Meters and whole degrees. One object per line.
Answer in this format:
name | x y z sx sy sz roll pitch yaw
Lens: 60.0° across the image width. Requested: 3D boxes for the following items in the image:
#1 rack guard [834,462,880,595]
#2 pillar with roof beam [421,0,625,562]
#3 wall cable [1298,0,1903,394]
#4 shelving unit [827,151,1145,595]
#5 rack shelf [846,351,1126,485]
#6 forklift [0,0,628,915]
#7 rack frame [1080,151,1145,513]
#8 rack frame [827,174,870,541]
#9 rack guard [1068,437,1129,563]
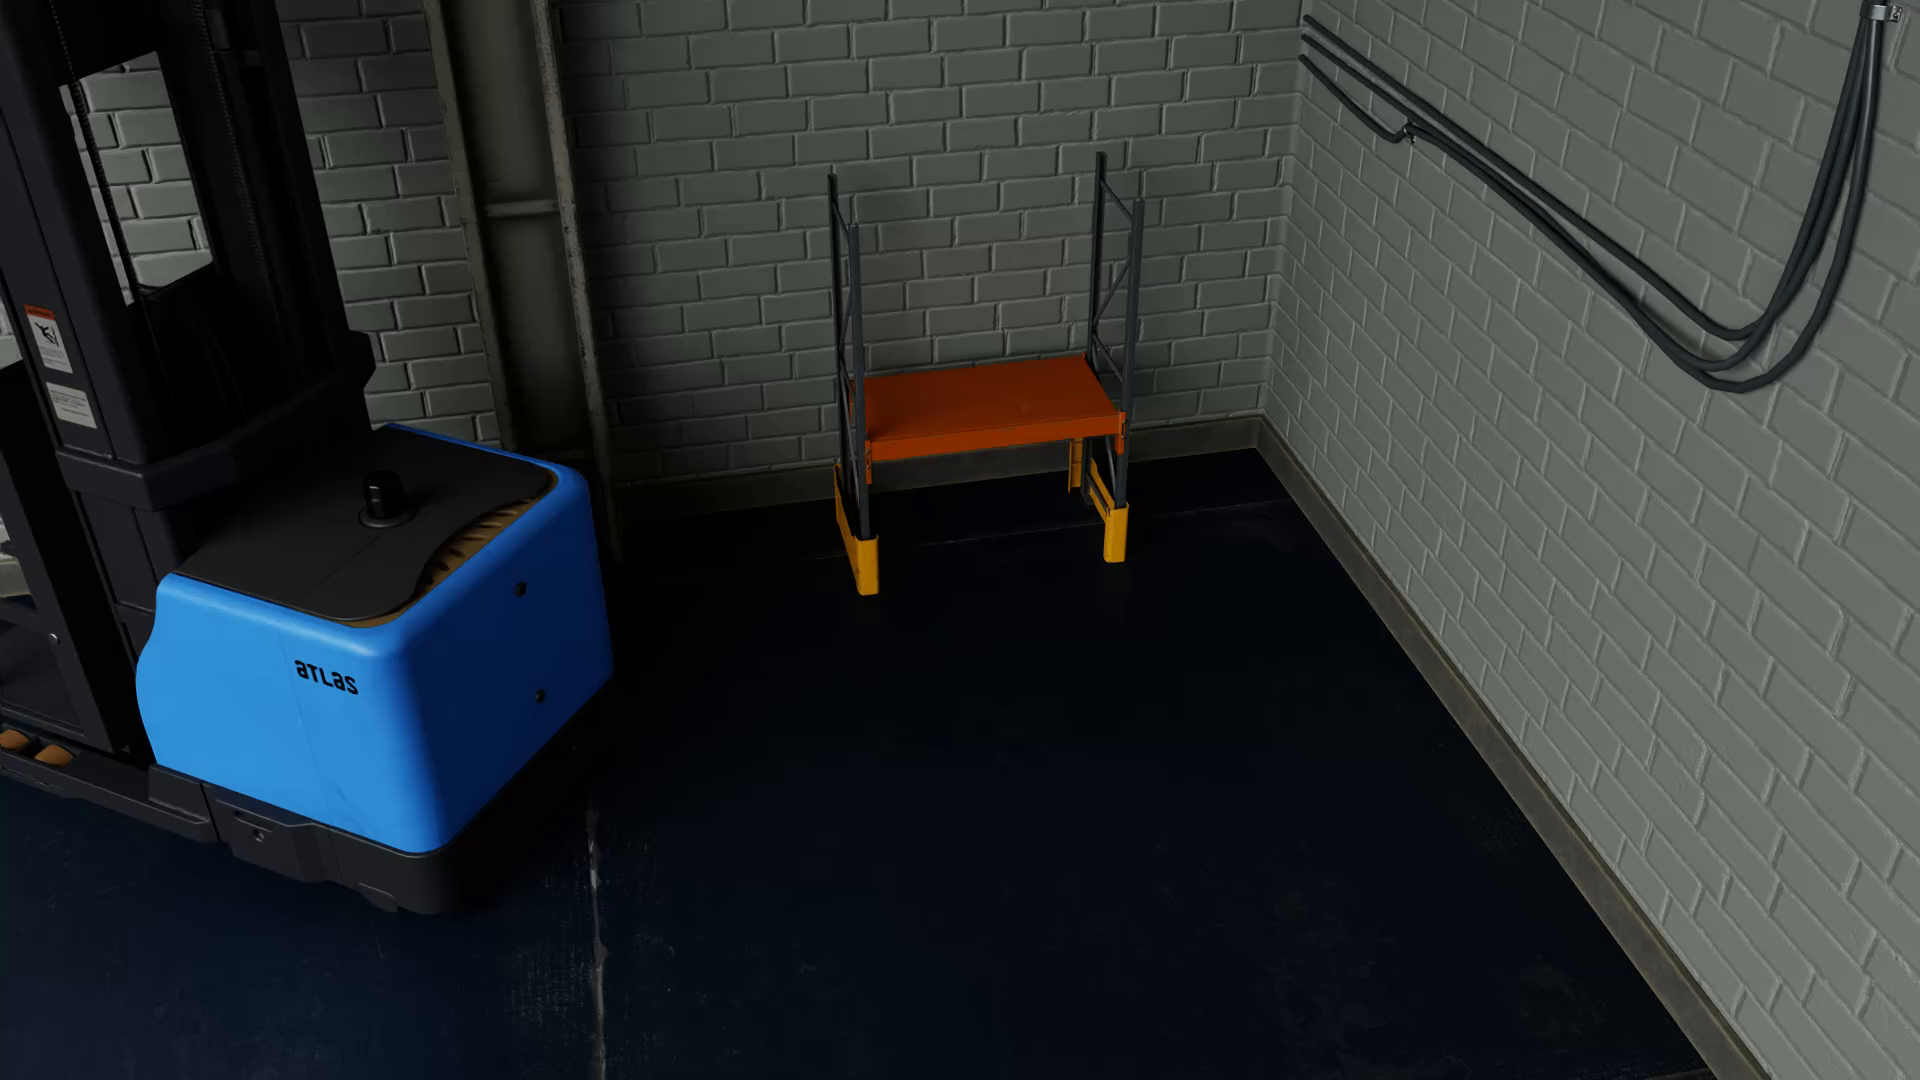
rack guard | -0.411 -0.052 6.603 0.087 0.250 0.587 -7 35 -11
pillar with roof beam | -0.614 -1.377 0.726 0.400 9.000 9.100 -7 35 -11
wall cable | 1.601 -2.071 4.547 0.112 2.526 3.097 -7 35 -11
shelving unit | 0.074 -0.632 6.346 1.083 1.500 0.587 -7 35 -11
rack shelf | 0.083 -0.484 6.448 1.000 0.185 0.538 -7 35 -11
forklift | -2.700 -0.627 5.054 3.031 2.935 1.130 14 36 19
rack frame | 0.579 -0.696 6.441 0.032 1.500 0.500 -7 35 -11
rack frame | -0.413 -0.571 6.255 0.032 1.500 0.500 -7 35 -11
rack guard | 0.560 -0.174 6.786 0.087 0.250 0.587 -7 35 -11
